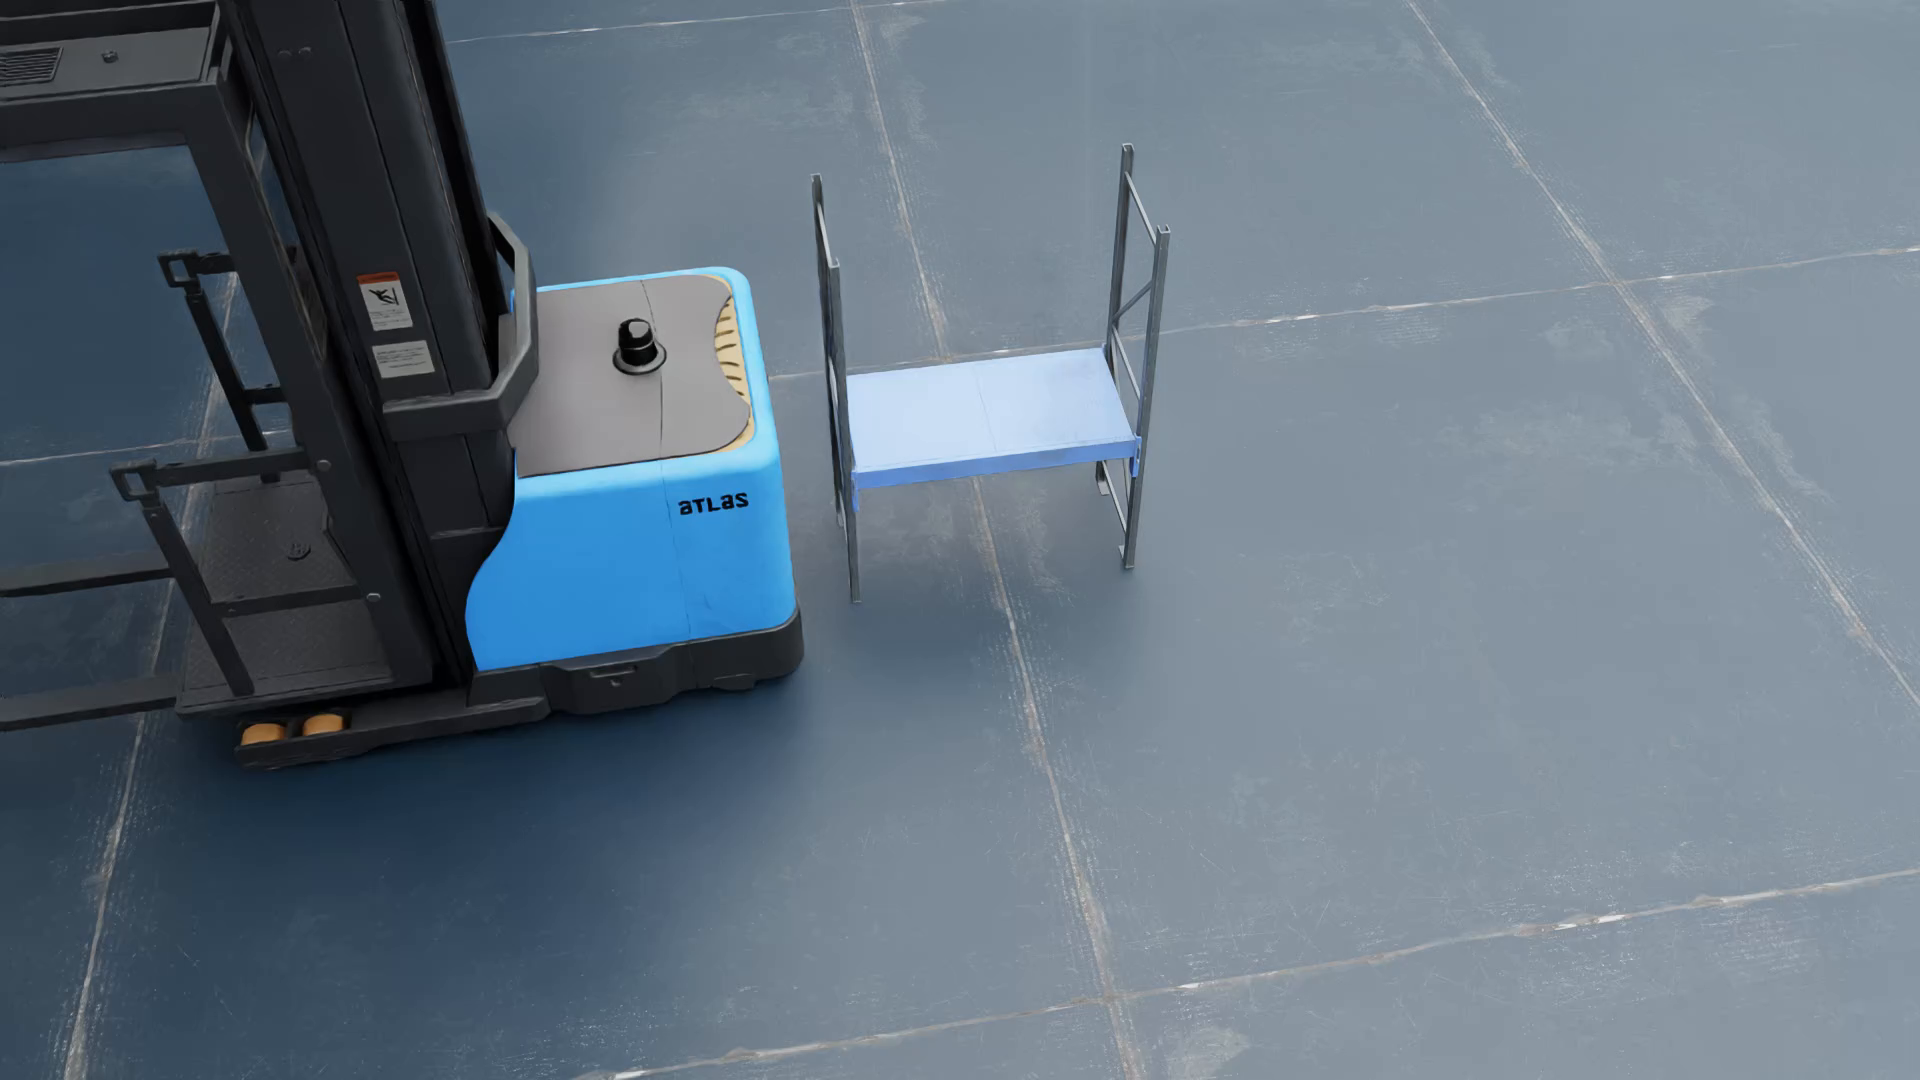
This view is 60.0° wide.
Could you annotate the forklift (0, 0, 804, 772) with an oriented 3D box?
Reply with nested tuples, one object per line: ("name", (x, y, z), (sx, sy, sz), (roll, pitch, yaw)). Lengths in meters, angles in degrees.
("forklift", (-2.110, -0.671, 4.861), (3.031, 2.935, 1.130), (-8, 47, -8))

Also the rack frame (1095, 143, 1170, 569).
("rack frame", (0.585, -0.593, 5.780), (0.032, 1.500, 0.500), (-7, 46, -7))

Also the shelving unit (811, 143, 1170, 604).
("shelving unit", (0.084, -0.531, 5.720), (1.048, 1.500, 0.538), (-7, 46, -7))

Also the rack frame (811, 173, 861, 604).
("rack frame", (-0.417, -0.468, 5.660), (0.032, 1.500, 0.500), (-7, 46, -7))

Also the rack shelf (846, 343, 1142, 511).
("rack shelf", (0.084, -0.406, 5.850), (1.000, 0.185, 0.538), (-7, 46, -7))
